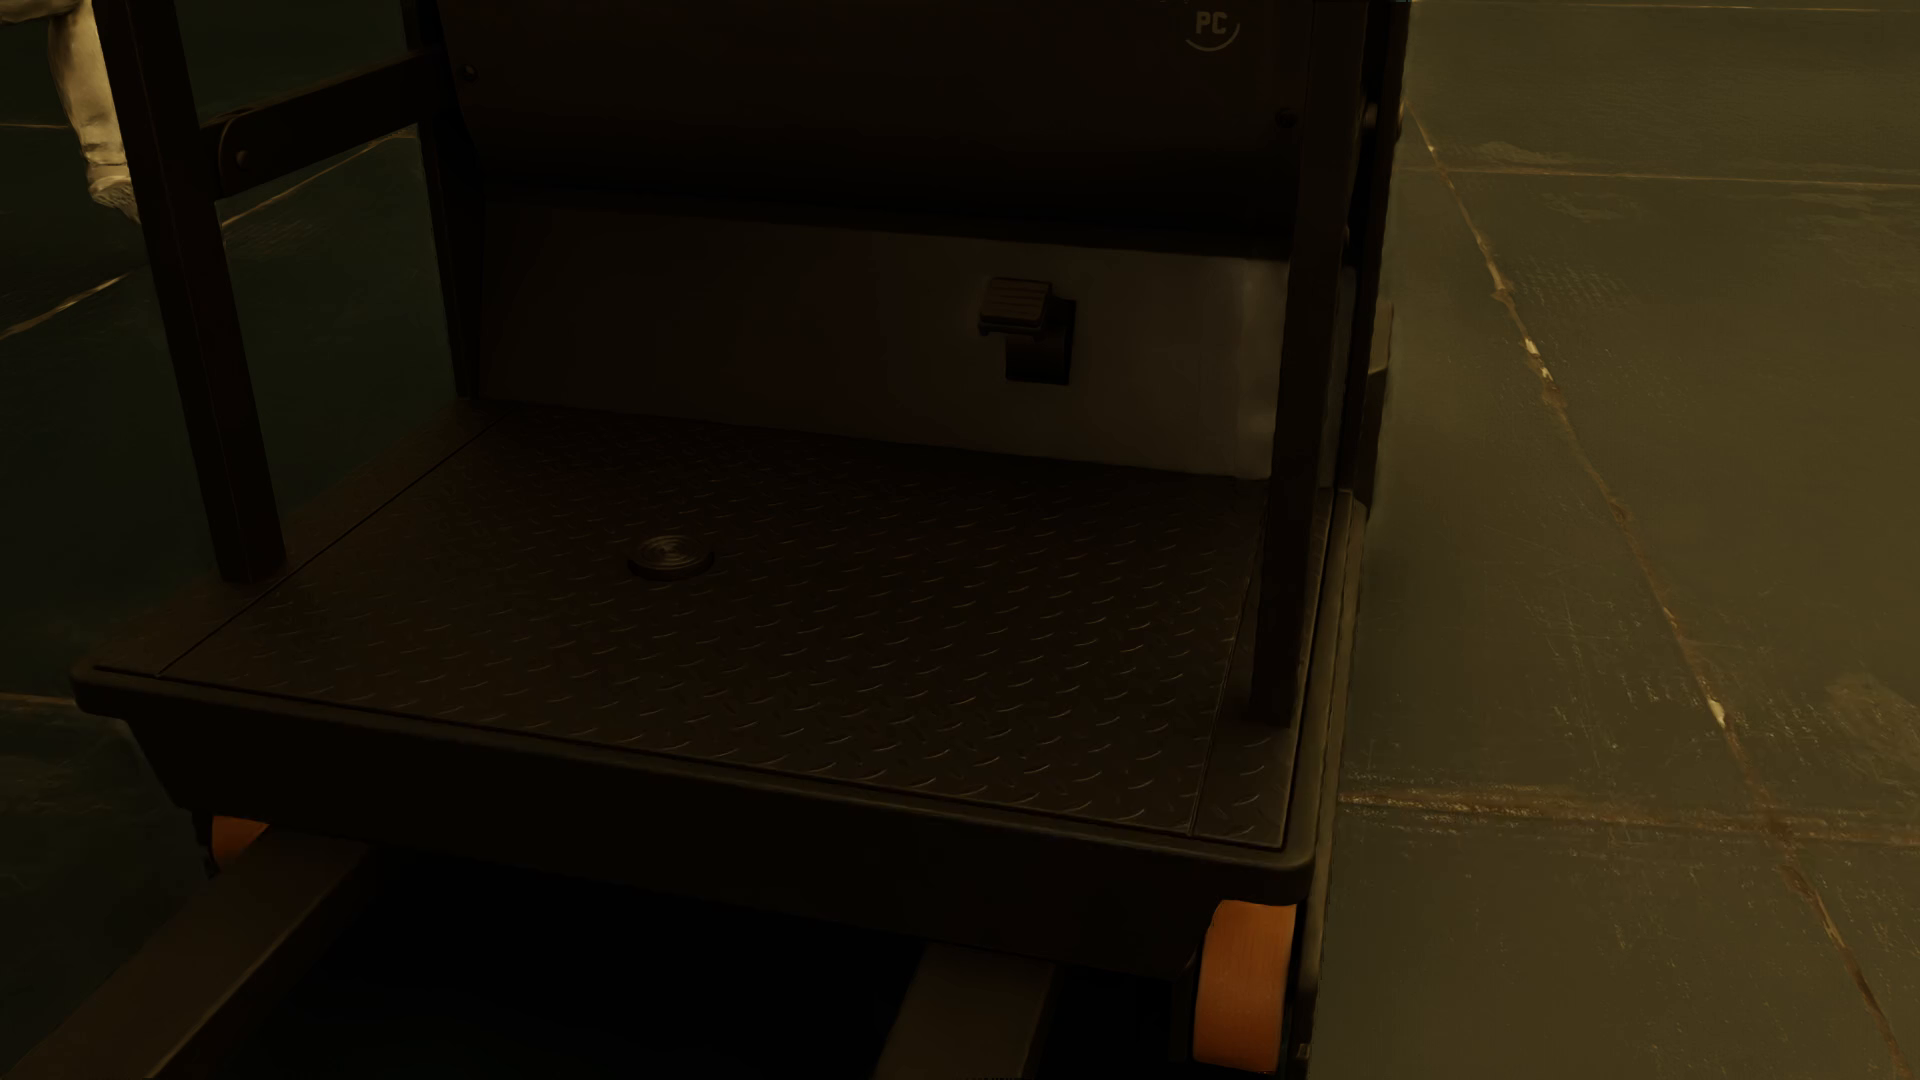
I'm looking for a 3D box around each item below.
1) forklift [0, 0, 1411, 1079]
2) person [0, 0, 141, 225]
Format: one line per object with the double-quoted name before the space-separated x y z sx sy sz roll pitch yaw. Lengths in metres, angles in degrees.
"forklift" -0.148 -1.017 1.254 1.130 2.935 3.031 7 27 13
"person" -2.086 -1.189 3.331 0.744 1.456 0.624 -2 27 -4
